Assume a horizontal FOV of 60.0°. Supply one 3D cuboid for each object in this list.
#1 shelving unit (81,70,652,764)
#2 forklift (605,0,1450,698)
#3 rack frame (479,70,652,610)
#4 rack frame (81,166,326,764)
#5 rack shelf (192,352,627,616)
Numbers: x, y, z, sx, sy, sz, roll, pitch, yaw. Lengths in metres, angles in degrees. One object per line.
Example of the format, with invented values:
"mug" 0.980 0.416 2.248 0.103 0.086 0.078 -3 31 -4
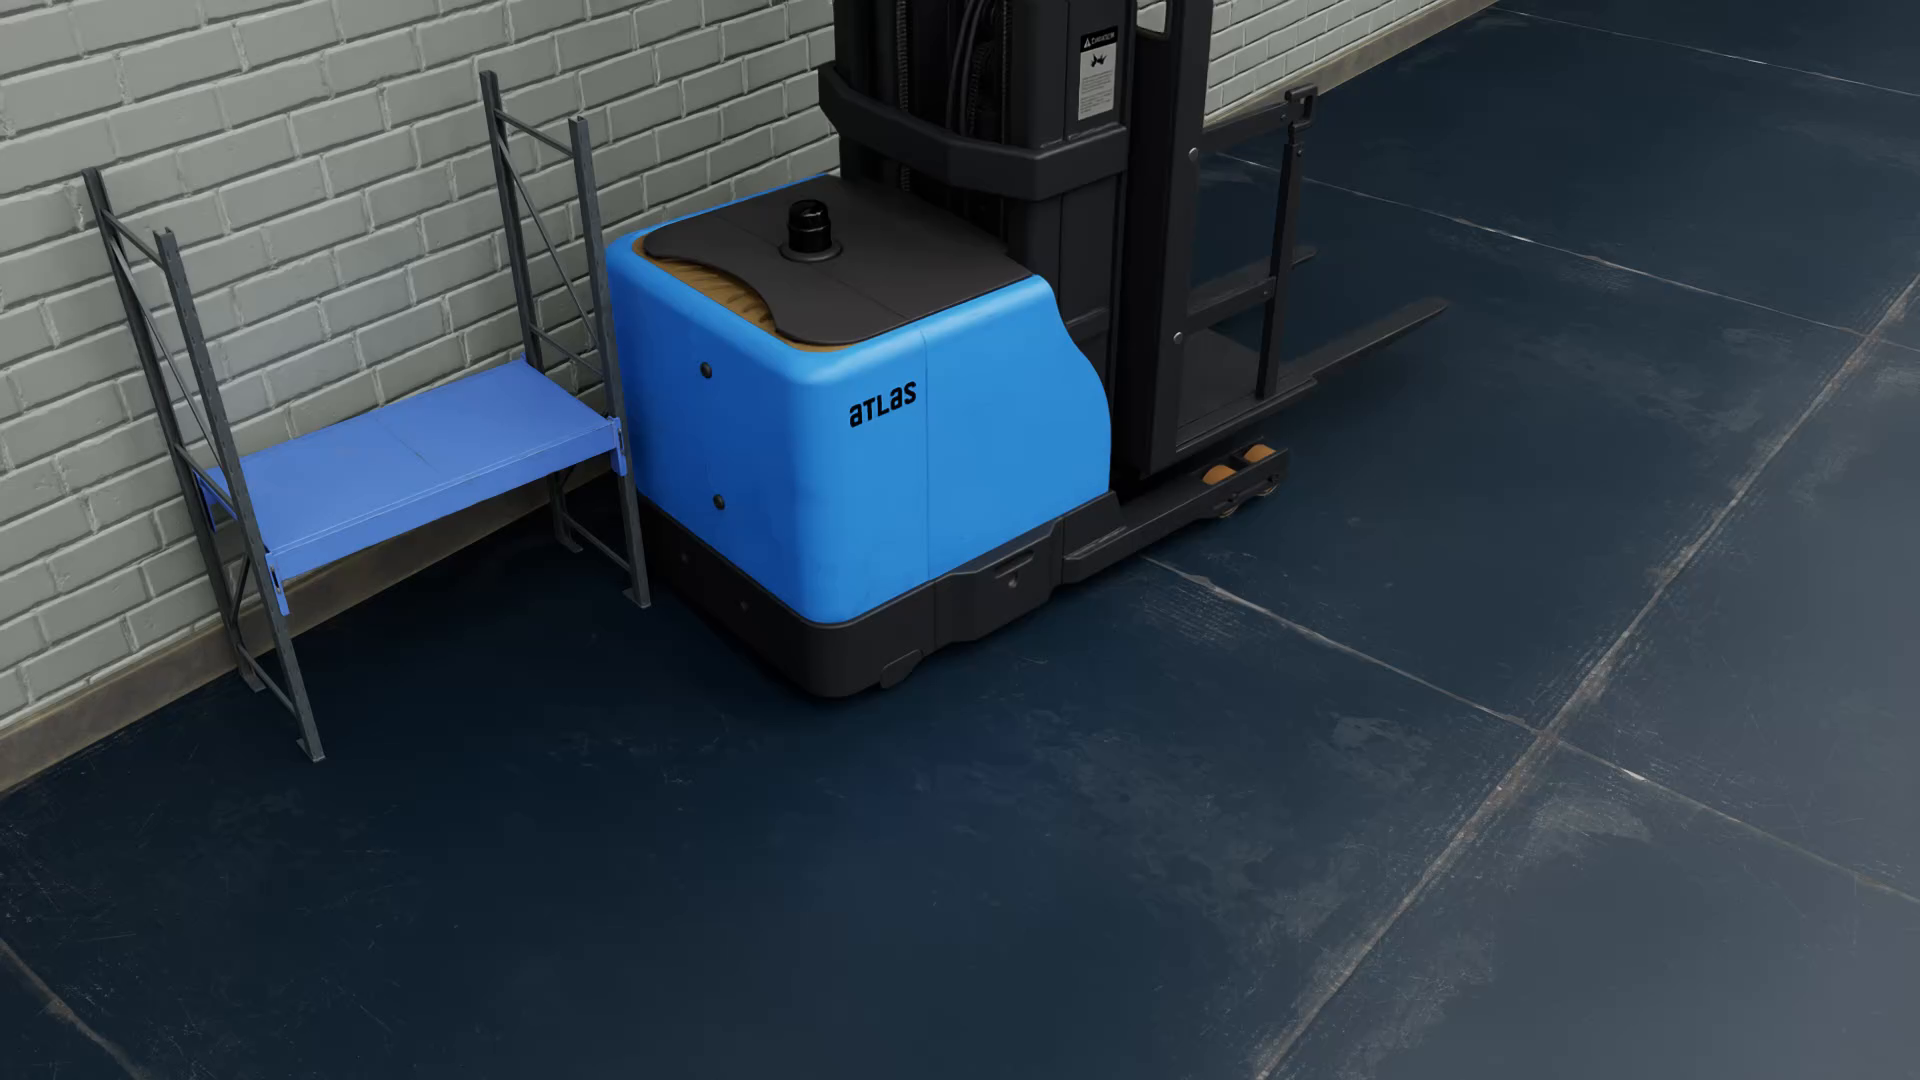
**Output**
"shelving unit" -1.479 -0.330 4.406 1.048 1.500 0.538 -27 43 -33
"forklift" 0.446 -1.482 4.819 3.031 2.935 1.130 -26 42 -33
"rack frame" -1.099 -0.522 4.685 0.032 1.500 0.500 -27 43 -33
"rack frame" -1.859 -0.139 4.128 0.032 1.500 0.500 -27 43 -33
"rack shelf" -1.479 -0.182 4.508 1.000 0.185 0.538 -27 43 -33
